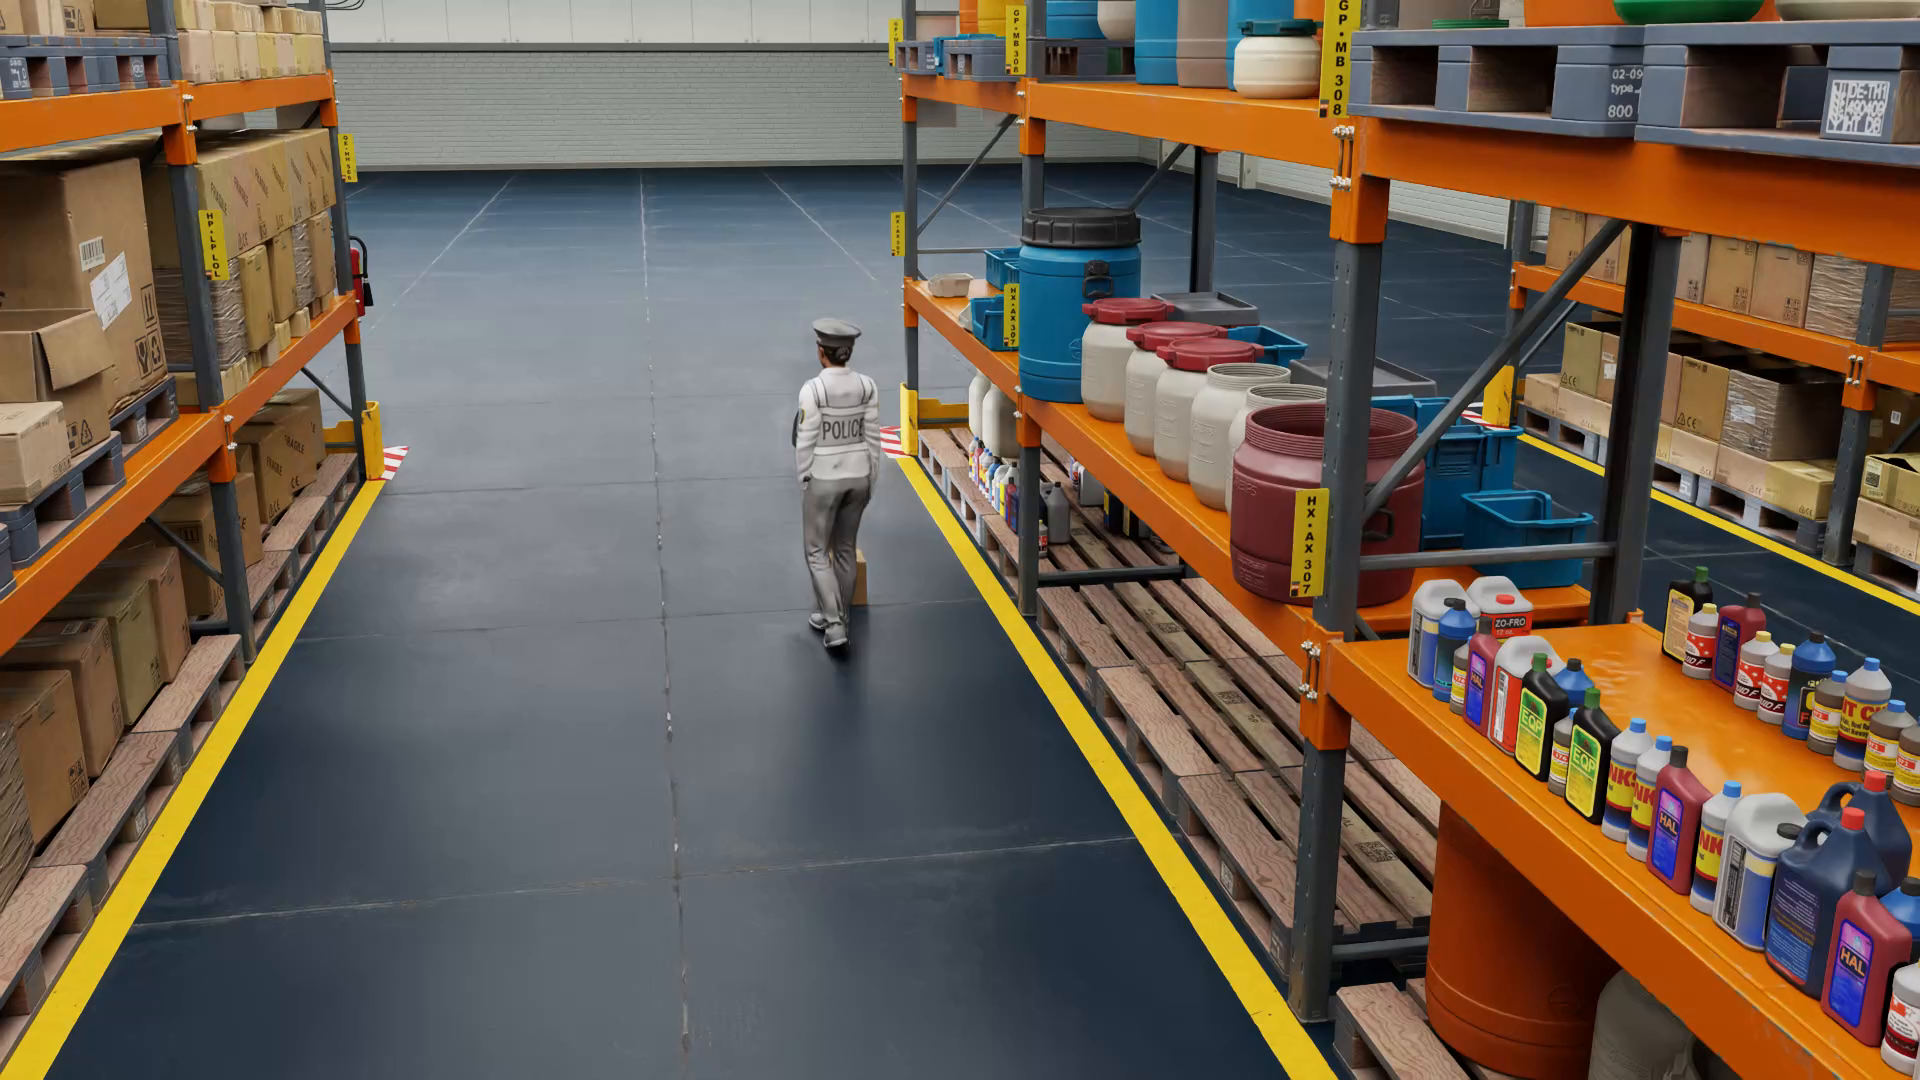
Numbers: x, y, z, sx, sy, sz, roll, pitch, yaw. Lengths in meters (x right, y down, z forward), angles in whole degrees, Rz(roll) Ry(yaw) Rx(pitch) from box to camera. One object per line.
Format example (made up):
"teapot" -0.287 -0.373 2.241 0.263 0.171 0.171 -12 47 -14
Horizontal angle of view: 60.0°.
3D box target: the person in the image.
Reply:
"person" -0.629 -0.284 8.450 0.472 1.662 0.608 -11 20 -33
